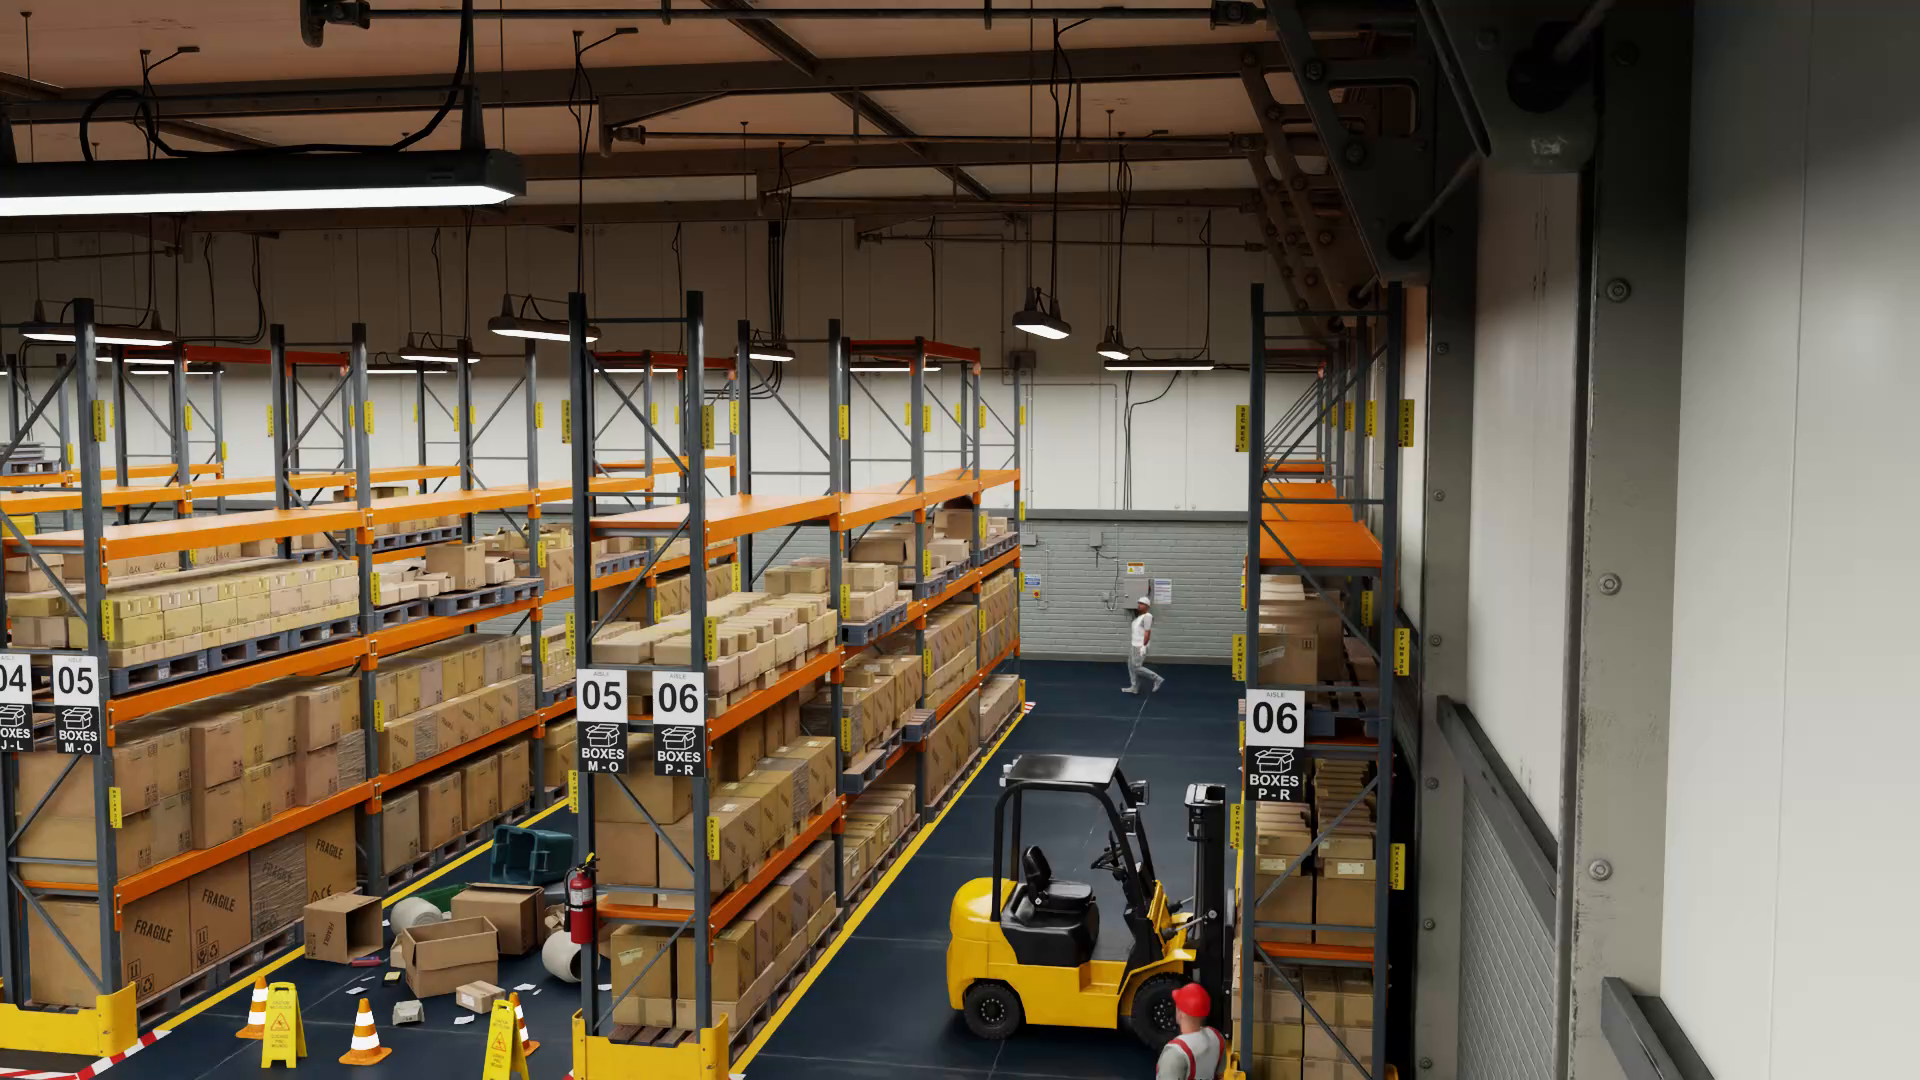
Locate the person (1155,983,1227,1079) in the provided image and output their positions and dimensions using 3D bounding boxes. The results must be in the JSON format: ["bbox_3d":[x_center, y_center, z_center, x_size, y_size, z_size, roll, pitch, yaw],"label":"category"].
[{"bbox_3d":[1.358,3.479,9.793,0.397,1.803,0.628,2,5,26],"label":"person"}]

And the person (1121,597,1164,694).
[{"bbox_3d":[3.272,1.889,29.757,0.757,1.748,0.599,0,5,5],"label":"person"}]
